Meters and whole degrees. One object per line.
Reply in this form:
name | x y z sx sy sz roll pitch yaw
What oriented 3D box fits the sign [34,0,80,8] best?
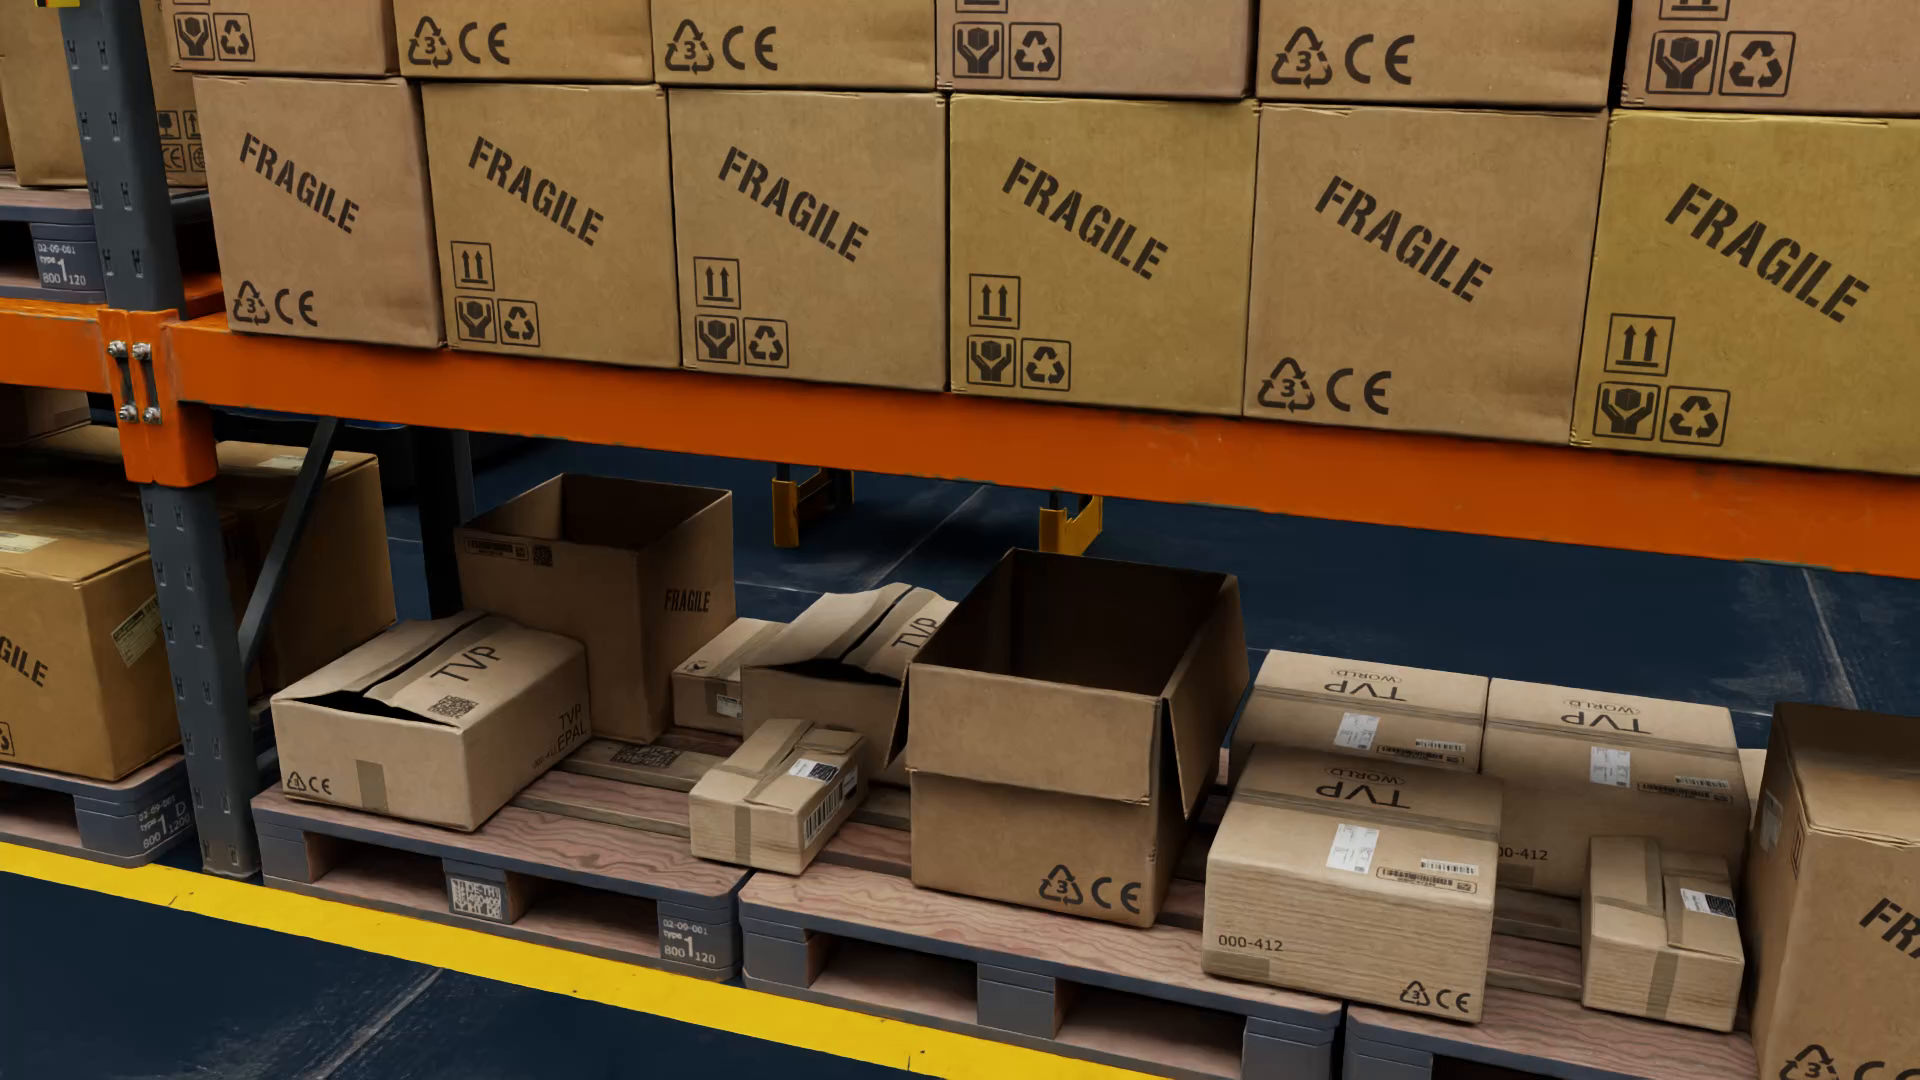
sign | -1.711 -1.165 3.101 0.005 0.325 0.100 7 20 18

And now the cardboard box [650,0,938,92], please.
cardboard box | -0.206 -1.061 2.891 0.500 0.500 0.500 6 20 16

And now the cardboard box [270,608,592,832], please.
cardboard box | -1.206 0.384 3.835 0.500 0.311 0.500 7 20 18

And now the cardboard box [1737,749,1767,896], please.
cardboard box | 1.728 0.592 3.456 0.250 0.166 0.380 7 20 18

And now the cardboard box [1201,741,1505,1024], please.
cardboard box | 0.765 0.638 3.198 0.500 0.250 0.500 7 20 18

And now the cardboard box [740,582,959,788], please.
cardboard box | -0.192 0.325 4.002 0.500 0.311 0.500 7 20 18

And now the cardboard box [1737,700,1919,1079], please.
cardboard box | 1.652 0.632 2.836 0.500 0.500 0.500 7 20 18

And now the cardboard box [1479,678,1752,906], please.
cardboard box | 1.354 0.531 3.505 0.500 0.250 0.500 7 20 18

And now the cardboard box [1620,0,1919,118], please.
cardboard box | 1.259 -0.895 2.416 0.500 0.500 0.500 7 20 20

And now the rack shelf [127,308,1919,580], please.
rack shelf | 0.357 -0.235 3.287 4.000 0.370 1.077 7 20 18

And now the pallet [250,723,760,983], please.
pallet | -0.883 0.600 4.033 1.213 0.211 1.003 7 20 18

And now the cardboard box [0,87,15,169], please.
cardboard box | -2.576 -1.212 4.205 0.500 0.500 0.700 10 22 27

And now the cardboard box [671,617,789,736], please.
cardboard box | -0.527 0.343 4.199 0.250 0.149 0.380 7 20 18

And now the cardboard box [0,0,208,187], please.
cardboard box | -1.906 -1.157 4.049 0.500 0.500 0.700 0 19 0

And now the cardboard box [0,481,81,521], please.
cardboard box | -2.556 0.162 4.185 0.500 0.500 0.500 7 20 18

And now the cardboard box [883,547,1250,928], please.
cardboard box | 0.245 0.382 3.549 0.637 0.503 0.797 7 20 18

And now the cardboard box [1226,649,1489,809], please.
cardboard box | 0.882 0.477 3.660 0.500 0.250 0.500 7 20 18

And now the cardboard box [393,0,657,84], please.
cardboard box | -0.692 -1.116 3.050 0.500 0.500 0.500 6 20 16

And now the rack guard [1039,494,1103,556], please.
rack guard | 0.398 -0.072 5.904 0.087 0.250 0.587 7 20 18

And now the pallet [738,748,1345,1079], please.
pallet | 0.273 0.732 3.657 1.213 0.211 1.003 7 20 18

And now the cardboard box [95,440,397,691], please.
cardboard box | -1.909 0.054 4.494 0.500 0.500 0.500 6 20 16

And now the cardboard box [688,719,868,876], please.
cardboard box | -0.386 0.542 3.600 0.250 0.166 0.380 7 20 18

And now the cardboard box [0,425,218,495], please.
cardboard box | -2.416 0.000 4.650 0.500 0.500 0.500 7 20 19

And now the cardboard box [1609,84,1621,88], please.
cardboard box | 1.425 -0.590 3.060 0.500 0.500 0.500 6 20 18

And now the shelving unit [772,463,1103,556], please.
shelving unit | -0.072 -0.716 5.853 1.083 1.500 0.587 7 20 18

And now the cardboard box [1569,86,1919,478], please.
cardboard box | 1.243 -0.425 2.586 0.500 0.500 0.500 7 20 19

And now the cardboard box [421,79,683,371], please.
cardboard box | -0.655 -0.644 3.215 0.500 0.500 0.500 7 20 19

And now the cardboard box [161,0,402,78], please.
cardboard box | -1.179 -1.172 3.210 0.500 0.500 0.500 7 20 19

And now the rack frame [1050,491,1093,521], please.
rack frame | 0.400 -0.663 5.698 0.032 1.500 0.500 7 20 18

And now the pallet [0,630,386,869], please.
pallet | -2.313 0.450 4.465 1.213 0.211 1.003 7 20 18

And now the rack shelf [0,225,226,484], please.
rack shelf | -3.421 -0.667 4.526 4.000 0.370 1.077 7 20 18

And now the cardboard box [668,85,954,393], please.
cardboard box | -0.183 -0.589 3.058 0.500 0.500 0.500 6 20 18

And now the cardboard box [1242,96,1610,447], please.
cardboard box | 0.774 -0.480 2.745 0.500 0.500 0.500 7 20 18

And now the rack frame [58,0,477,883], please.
rack frame | -1.532 -0.791 3.788 0.127 3.000 1.000 7 20 18

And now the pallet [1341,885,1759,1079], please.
pallet | 1.421 0.864 3.277 1.213 0.211 1.003 7 20 18

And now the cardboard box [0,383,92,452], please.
cardboard box | -2.853 -0.408 4.681 0.500 0.250 0.500 7 20 18

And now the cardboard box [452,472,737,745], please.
cardboard box | -0.901 0.155 4.203 0.500 0.500 0.500 7 20 18

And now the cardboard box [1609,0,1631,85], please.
cardboard box | 1.418 -1.062 2.895 0.500 0.500 0.500 7 20 19

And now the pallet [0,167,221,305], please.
pallet | -2.251 -0.820 4.165 1.213 0.211 1.003 7 20 18

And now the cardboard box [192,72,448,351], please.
cardboard box | -1.140 -0.698 3.370 0.500 0.500 0.500 7 20 19

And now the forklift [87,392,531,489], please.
forklift | -3.348 -1.854 6.943 3.031 2.935 1.130 8 21 22

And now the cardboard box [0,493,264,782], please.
cardboard box | -2.092 0.218 4.024 0.500 0.500 0.500 6 20 18

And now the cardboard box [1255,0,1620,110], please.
cardboard box | 0.767 -0.950 2.572 0.500 0.500 0.500 7 20 20

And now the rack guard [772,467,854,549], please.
rack guard | -0.542 -0.180 6.213 0.087 0.250 0.587 7 20 18

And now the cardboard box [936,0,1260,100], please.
cardboard box | 0.282 -1.005 2.731 0.500 0.500 0.500 7 20 20

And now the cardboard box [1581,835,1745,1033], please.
cardboard box | 1.299 0.717 3.097 0.250 0.166 0.380 7 20 18

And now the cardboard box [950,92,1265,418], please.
cardboard box | 0.298 -0.535 2.901 0.500 0.500 0.500 6 20 17

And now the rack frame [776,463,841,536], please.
rack frame | -0.561 -0.772 6.013 0.032 1.500 0.500 7 20 18
